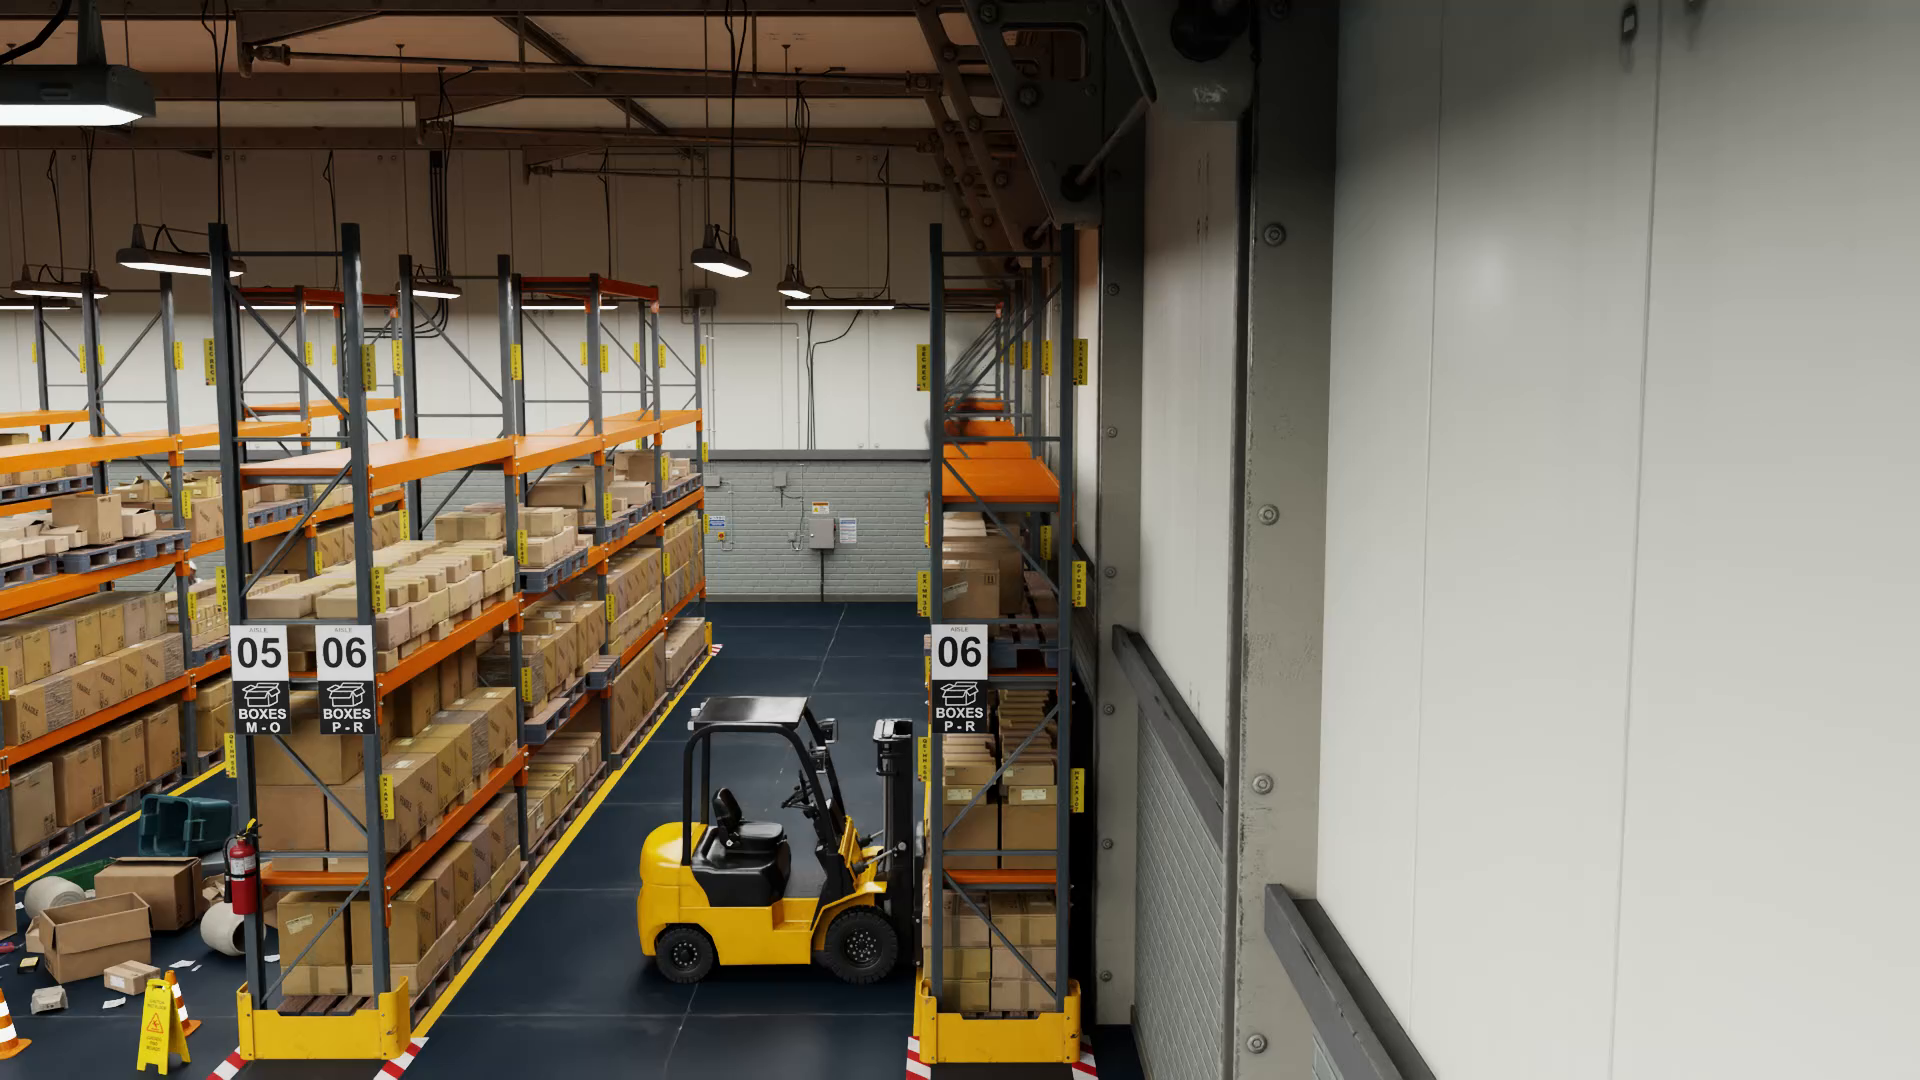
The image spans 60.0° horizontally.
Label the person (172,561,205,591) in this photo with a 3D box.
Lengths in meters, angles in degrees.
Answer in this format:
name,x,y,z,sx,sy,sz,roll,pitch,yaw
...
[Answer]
name,x,y,z,sx,sy,sz,roll,pitch,yaw
person,-12.199,1.214,26.448,0.683,1.775,0.794,-1,7,-12
